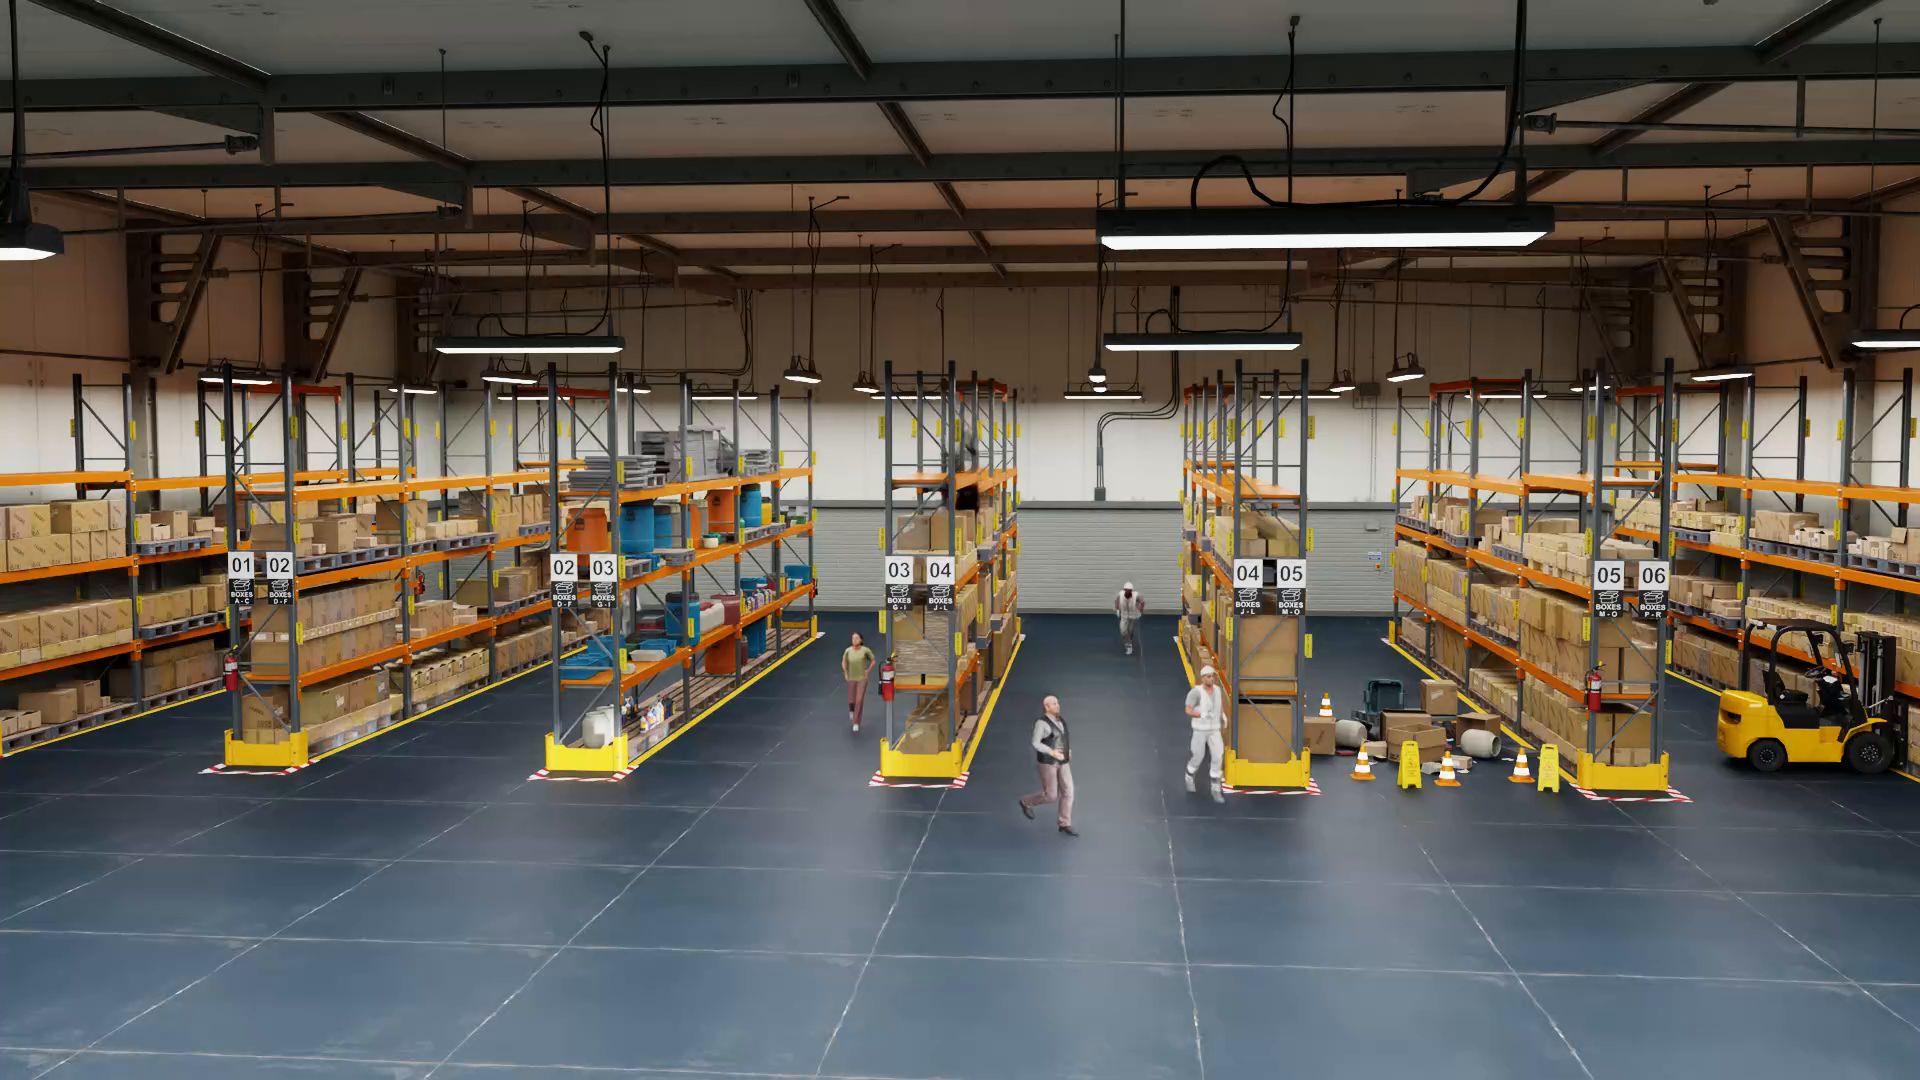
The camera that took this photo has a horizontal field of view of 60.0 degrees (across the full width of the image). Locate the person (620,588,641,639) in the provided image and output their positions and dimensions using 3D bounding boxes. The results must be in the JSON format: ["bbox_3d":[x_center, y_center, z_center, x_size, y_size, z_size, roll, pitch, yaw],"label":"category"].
[{"bbox_3d":[-7.232,1.790,36.358,0.529,1.600,0.868,0,4,-1],"label":"person"}]

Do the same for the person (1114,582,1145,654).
[{"bbox_3d":[3.832,1.747,37.472,0.687,1.658,1.031,1,4,13],"label":"person"}]

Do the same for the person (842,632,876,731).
[{"bbox_3d":[-1.698,2.356,27.998,0.578,1.642,0.610,0,4,6],"label":"person"}]

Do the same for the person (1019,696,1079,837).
[{"bbox_3d":[1.136,2.800,20.755,0.867,1.718,0.671,3,5,42],"label":"person"}]

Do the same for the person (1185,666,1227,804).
[{"bbox_3d":[3.347,2.621,22.645,0.681,1.848,0.801,-1,4,-20],"label":"person"}]
